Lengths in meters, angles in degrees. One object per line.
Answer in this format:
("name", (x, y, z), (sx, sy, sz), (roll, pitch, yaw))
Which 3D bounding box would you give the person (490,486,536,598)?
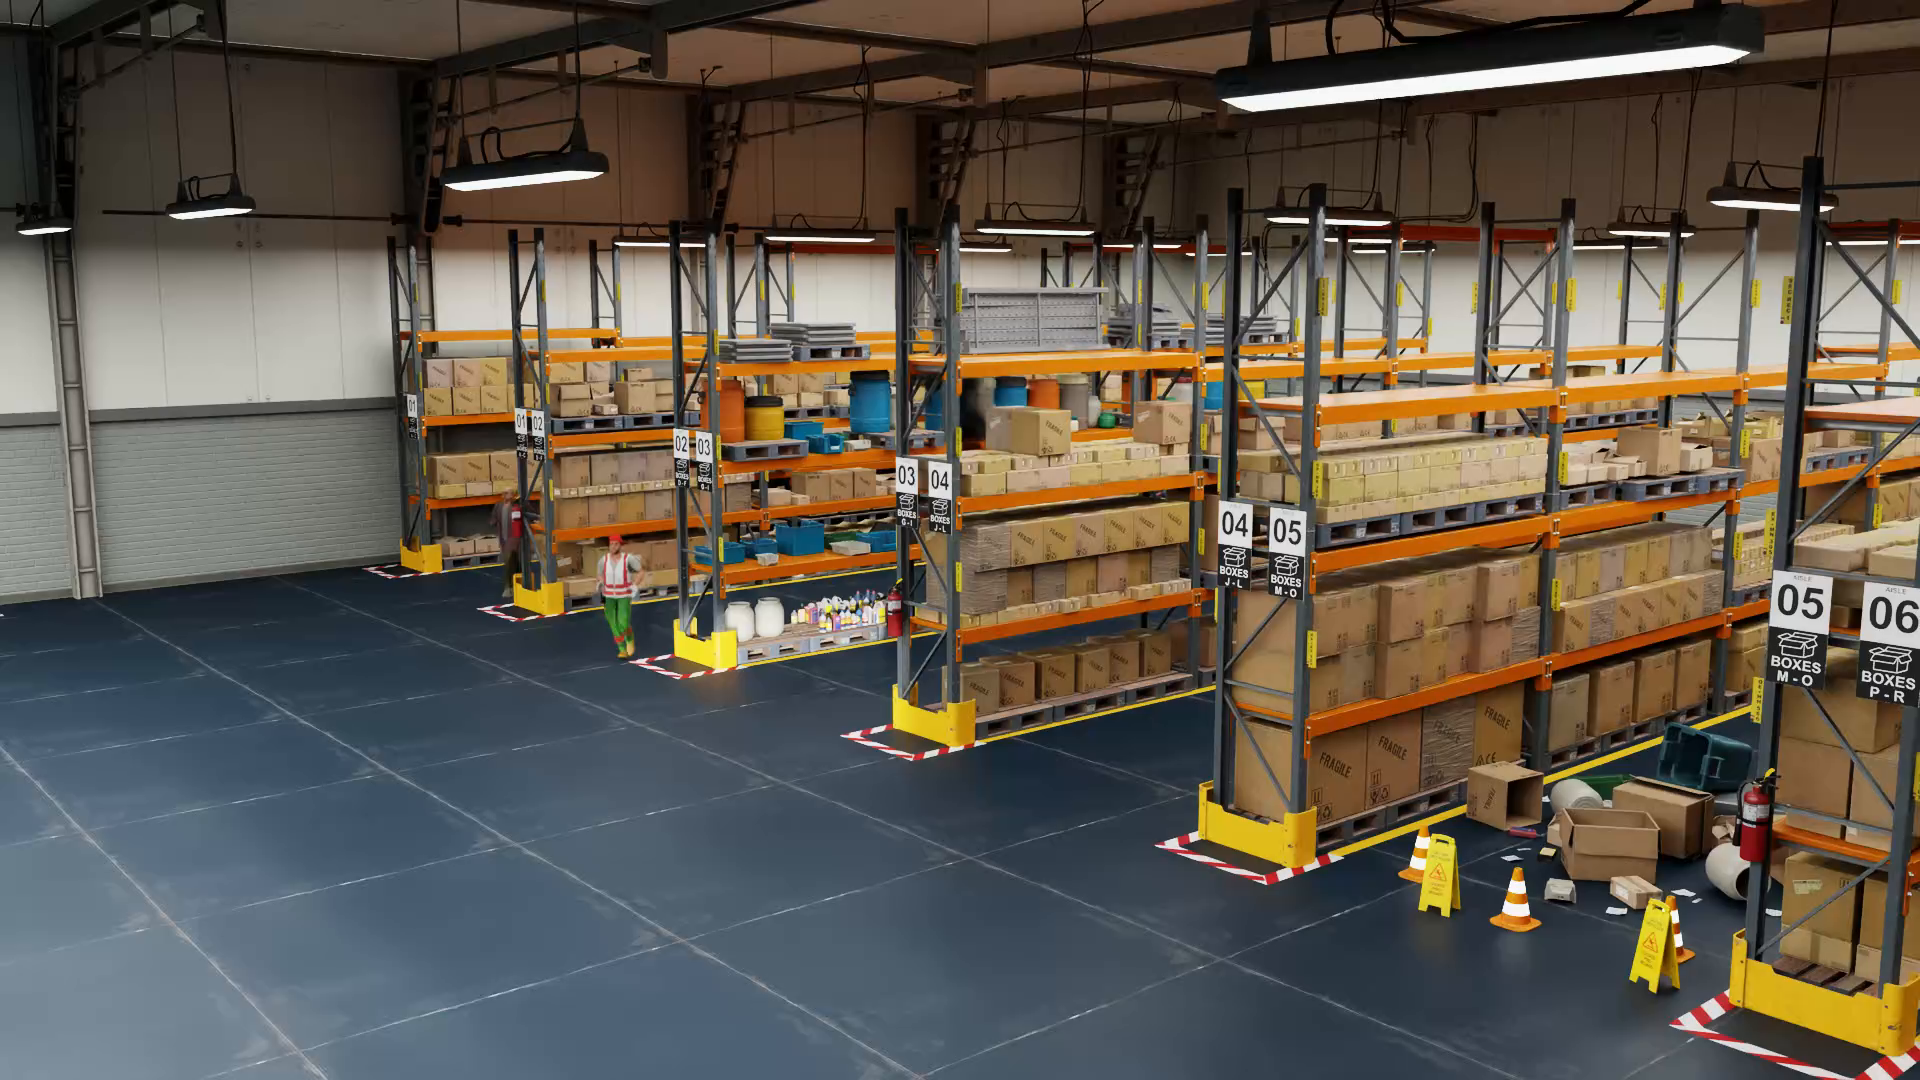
("person", (-7.516, 0.006, 27.863), (0.689, 1.834, 0.882), (4, 10, 25))

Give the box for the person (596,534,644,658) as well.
("person", (-4.710, 0.788, 22.865), (0.628, 1.740, 0.580), (1, 9, 7))
